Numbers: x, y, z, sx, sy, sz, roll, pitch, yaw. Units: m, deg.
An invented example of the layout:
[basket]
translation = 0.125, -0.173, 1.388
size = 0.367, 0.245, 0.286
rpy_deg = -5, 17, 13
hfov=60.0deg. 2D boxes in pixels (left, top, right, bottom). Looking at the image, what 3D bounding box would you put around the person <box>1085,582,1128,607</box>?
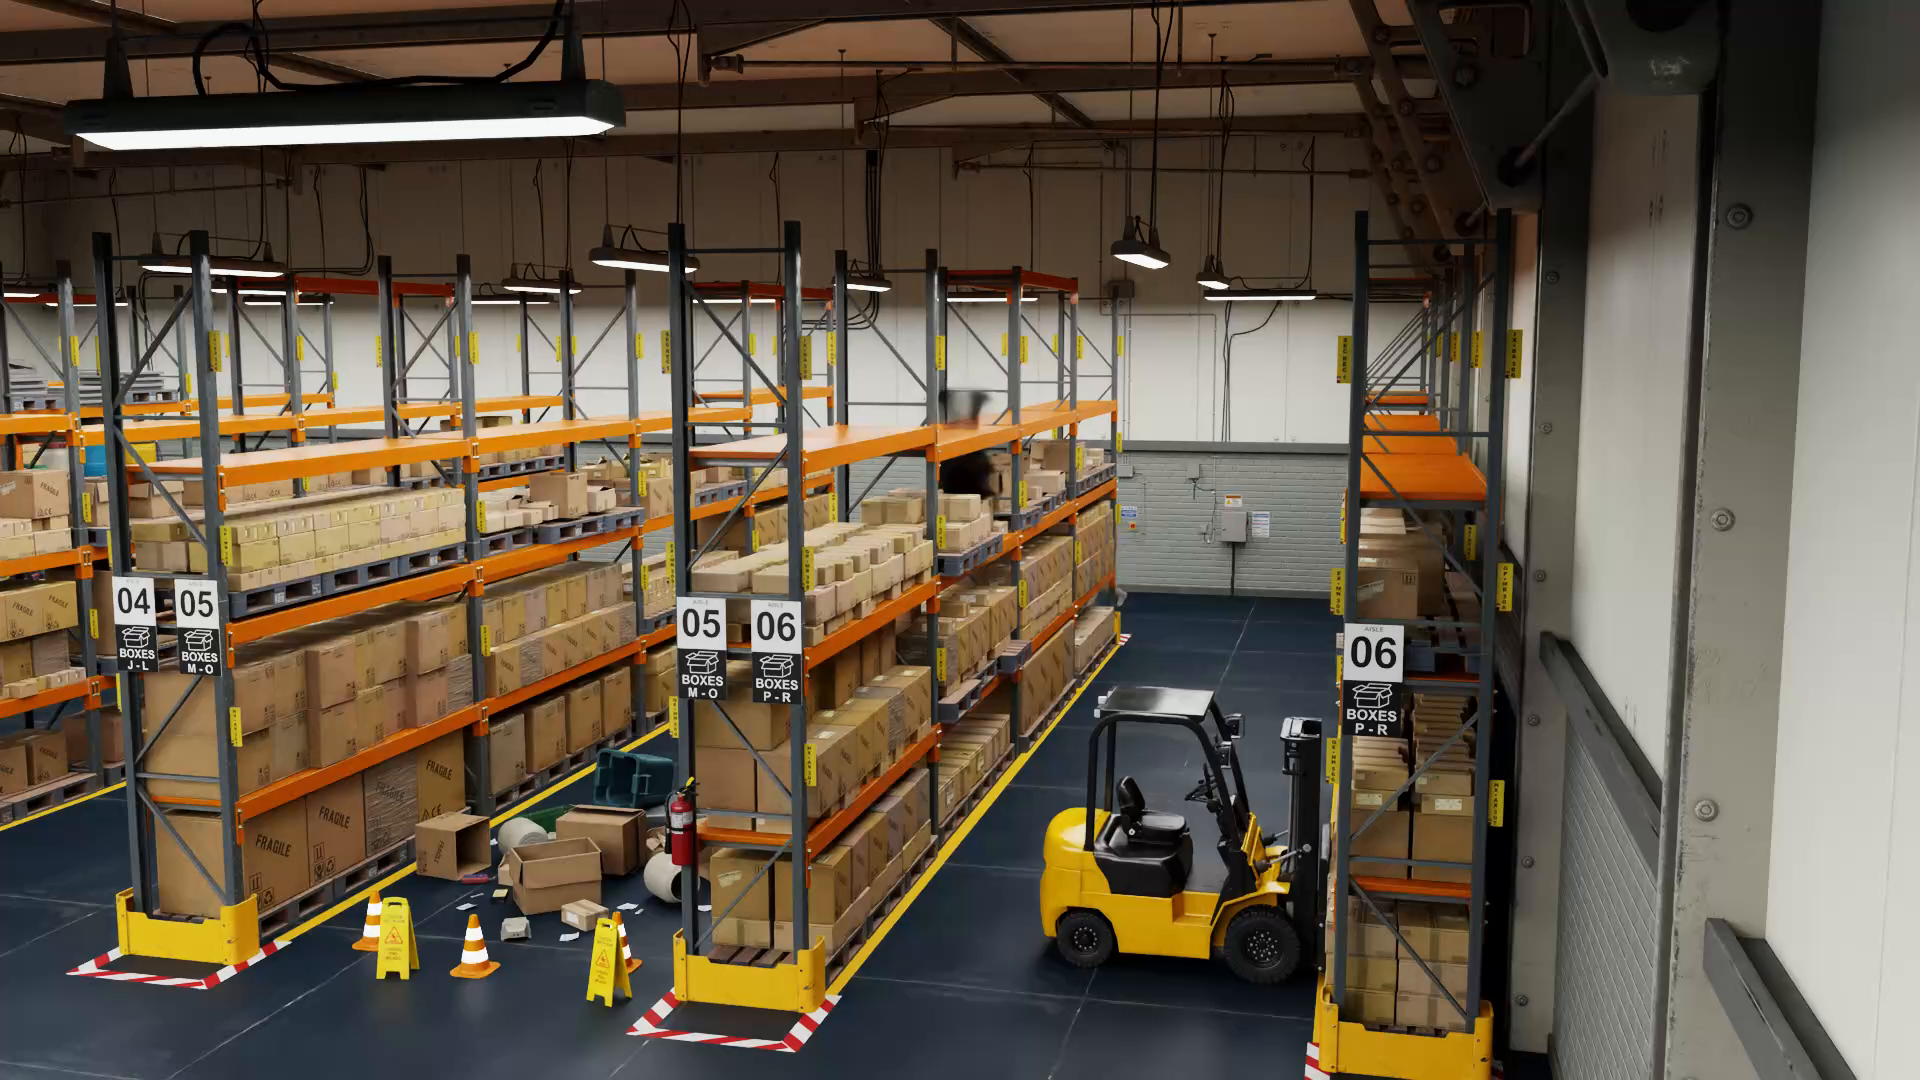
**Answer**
[person]
translation = 2.698, 0.473, 31.394
size = 0.933, 1.708, 0.675
rpy_deg = -1, 7, -8
